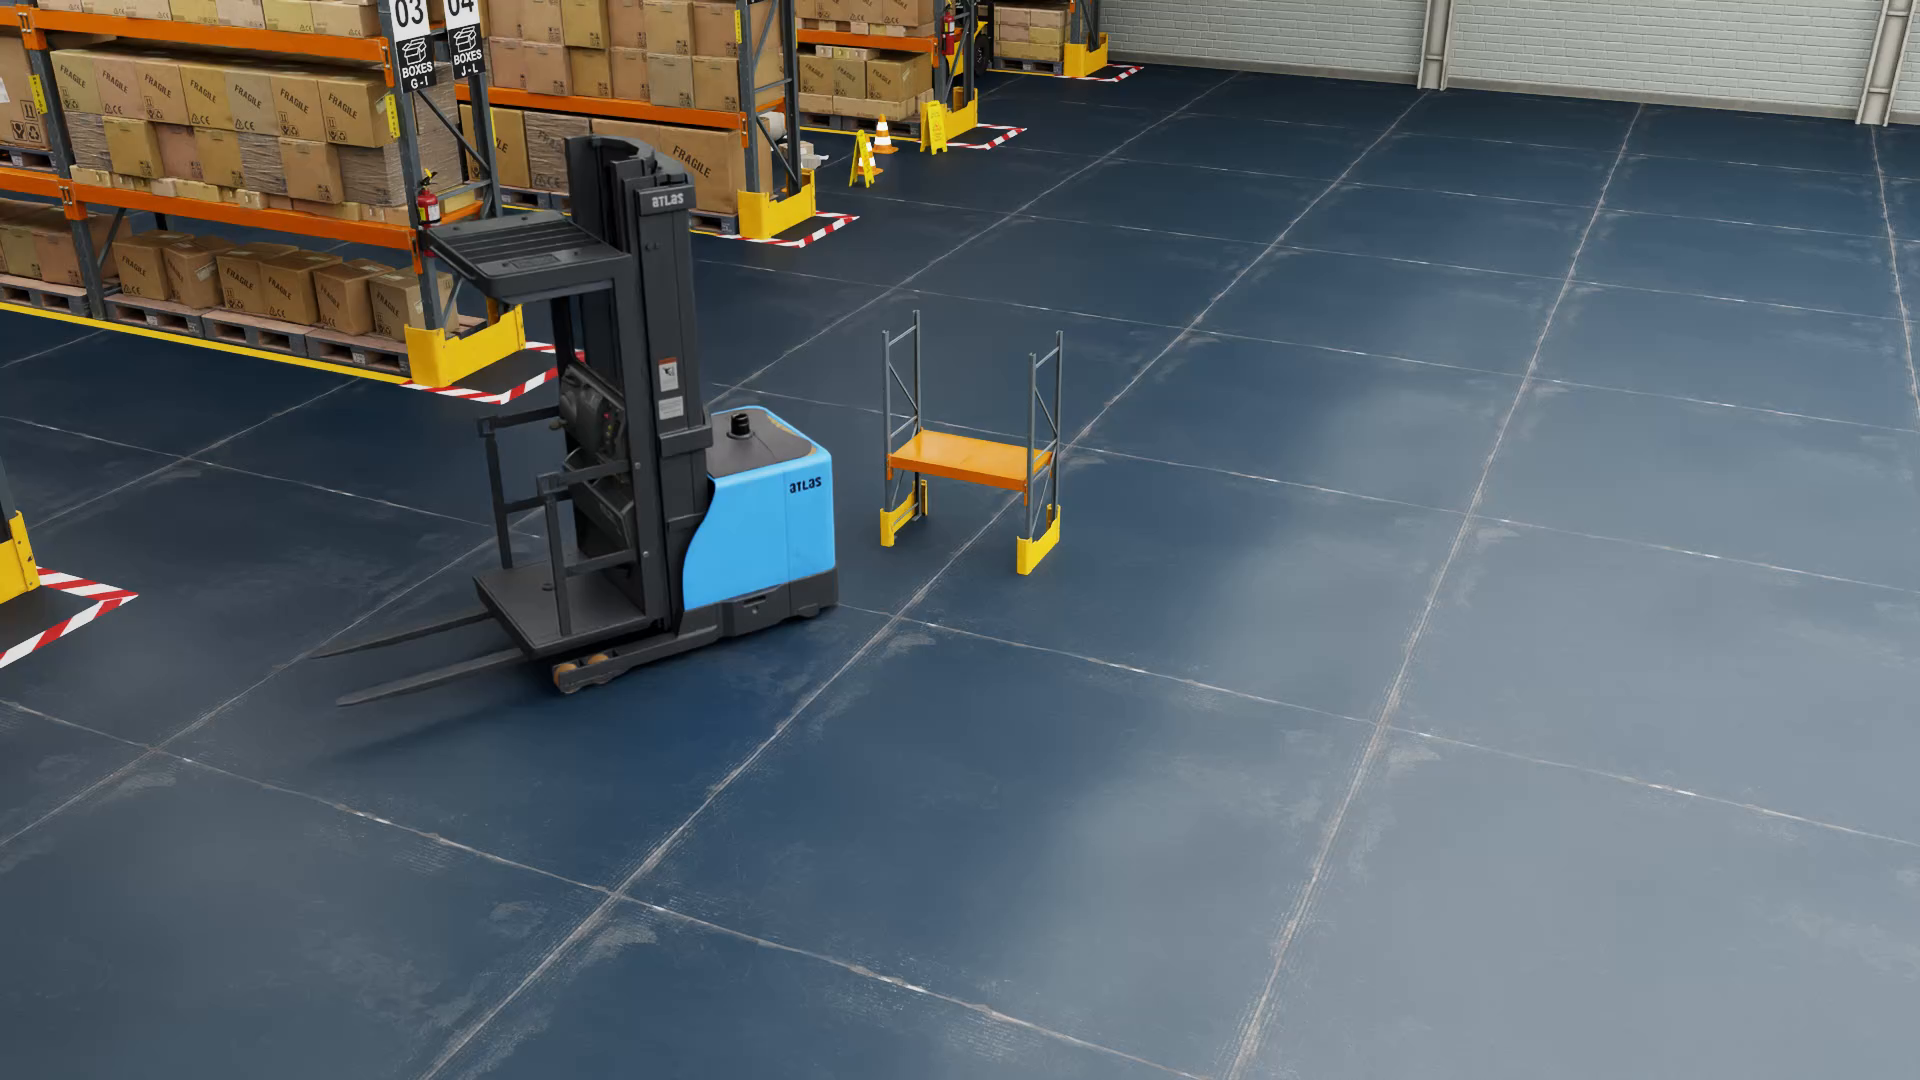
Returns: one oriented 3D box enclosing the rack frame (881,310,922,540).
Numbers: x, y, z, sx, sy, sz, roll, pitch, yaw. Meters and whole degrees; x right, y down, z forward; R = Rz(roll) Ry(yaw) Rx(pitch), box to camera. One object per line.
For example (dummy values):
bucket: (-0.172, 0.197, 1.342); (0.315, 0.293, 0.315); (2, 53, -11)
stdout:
rack frame: (-0.385, -0.750, 11.146); (0.032, 1.500, 0.500); (11, 28, 22)

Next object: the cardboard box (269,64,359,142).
cardboard box: (-5.234, -3.576, 13.606); (0.500, 0.500, 0.500); (11, 28, 22)

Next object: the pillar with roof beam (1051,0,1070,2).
pillar with roof beam: (-0.063, -10.291, 22.033); (0.400, 9.000, 9.100); (11, 28, 22)

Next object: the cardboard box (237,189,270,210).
cardboard box: (-5.928, -2.948, 14.195); (0.250, 0.149, 0.380); (11, 28, 22)

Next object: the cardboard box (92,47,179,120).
cardboard box: (-7.055, -3.942, 14.349); (0.500, 0.500, 0.500); (11, 28, 22)

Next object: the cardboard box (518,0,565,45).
cardboard box: (-4.365, -5.829, 18.371); (0.550, 0.550, 0.875); (11, 28, 22)

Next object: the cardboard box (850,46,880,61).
cardboard box: (-1.271, -6.508, 22.196); (0.250, 0.149, 0.380); (12, 29, 23)

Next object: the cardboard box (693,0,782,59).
cardboard box: (-2.351, -5.470, 17.642); (0.550, 0.550, 0.875); (11, 28, 22)

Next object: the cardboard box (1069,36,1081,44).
cardboard box: (1.613, -7.964, 26.736); (0.500, 0.250, 0.500); (11, 28, 22)

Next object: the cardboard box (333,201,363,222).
cardboard box: (-4.995, -2.787, 13.868); (0.250, 0.149, 0.380); (11, 28, 22)

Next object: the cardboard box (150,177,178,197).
cardboard box: (-6.841, -3.128, 14.561); (0.250, 0.149, 0.380); (11, 28, 22)

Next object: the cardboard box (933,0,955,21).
cardboard box: (-0.388, -7.220, 22.139); (0.500, 0.500, 0.500); (11, 28, 21)

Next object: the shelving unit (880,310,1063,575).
shelving unit: (0.069, -0.659, 10.960); (1.083, 1.500, 0.587); (11, 28, 22)

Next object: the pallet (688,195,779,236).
pallet: (-2.789, -3.699, 18.593); (1.213, 0.211, 1.003); (11, 28, 22)

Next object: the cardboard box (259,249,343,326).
cardboard box: (-5.856, -2.265, 14.878); (0.500, 0.500, 0.500); (14, 30, 27)

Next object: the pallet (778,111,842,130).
pallet: (-1.972, -5.993, 23.254); (1.213, 0.211, 1.003); (11, 28, 22)

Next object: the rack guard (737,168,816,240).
rack guard: (-2.007, -3.709, 18.288); (0.348, 0.500, 1.175); (11, 28, 22)

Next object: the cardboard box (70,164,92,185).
cardboard box: (-7.744, -3.318, 14.947); (0.250, 0.149, 0.380); (11, 28, 22)

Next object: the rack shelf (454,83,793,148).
rack shelf: (-3.849, -4.878, 18.646); (4.000, 0.370, 1.077); (11, 28, 22)

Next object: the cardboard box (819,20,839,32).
cardboard box: (-1.694, -6.919, 22.262); (0.250, 0.149, 0.380); (11, 28, 21)

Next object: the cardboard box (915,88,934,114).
cardboard box: (-0.692, -6.057, 22.865); (0.500, 0.250, 0.500); (11, 28, 21)

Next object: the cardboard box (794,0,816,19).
cardboard box: (-2.041, -7.297, 22.295); (0.500, 0.500, 0.500); (12, 29, 22)

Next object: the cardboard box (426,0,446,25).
cardboard box: (-4.505, -4.330, 13.492); (0.500, 0.250, 0.500); (12, 29, 23)

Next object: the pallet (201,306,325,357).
pallet: (-6.075, -2.008, 15.160); (1.213, 0.211, 1.003); (11, 28, 22)

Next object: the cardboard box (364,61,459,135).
cardboard box: (-4.562, -3.696, 13.849); (0.500, 0.500, 0.500); (11, 28, 22)

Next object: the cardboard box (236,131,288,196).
cardboard box: (-5.605, -3.301, 14.179); (0.500, 0.500, 0.875); (11, 28, 22)

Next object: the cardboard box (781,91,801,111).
cardboard box: (-2.313, -6.125, 23.001); (0.500, 0.250, 0.500); (11, 28, 21)

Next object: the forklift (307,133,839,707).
forklift: (-2.275, -0.702, 9.428); (3.031, 2.935, 1.130); (-16, 30, -29)

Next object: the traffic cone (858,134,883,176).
traffic cone: (-1.147, -4.757, 20.458); (0.334, 0.463, 0.336); (11, 28, 22)

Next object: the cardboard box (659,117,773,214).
cardboard box: (-2.673, -4.168, 18.319); (0.875, 0.875, 0.875); (12, 28, 22)

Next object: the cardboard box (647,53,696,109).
cardboard box: (-2.895, -5.044, 17.998); (0.550, 0.550, 0.875); (11, 28, 22)

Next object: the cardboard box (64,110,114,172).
cardboard box: (-7.431, -3.662, 14.911); (0.500, 0.500, 0.875); (11, 28, 22)

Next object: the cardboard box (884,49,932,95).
cardboard box: (-0.713, -6.398, 22.707); (0.500, 0.500, 0.500); (10, 28, 20)

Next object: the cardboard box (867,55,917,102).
cardboard box: (-0.909, -6.177, 22.258); (0.500, 0.500, 0.500); (12, 28, 22)

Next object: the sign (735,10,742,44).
sign: (-2.266, -5.245, 16.998); (0.005, 0.325, 0.100); (11, 28, 22)

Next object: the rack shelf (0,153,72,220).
rack shelf: (-9.636, -3.633, 16.118); (4.000, 0.370, 1.077); (11, 28, 22)

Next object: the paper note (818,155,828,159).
paper note: (-1.756, -4.884, 21.206); (0.142, 0.019, 0.148); (2, 26, 4)

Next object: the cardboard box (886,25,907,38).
cardboard box: (-0.777, -6.715, 21.848); (0.250, 0.149, 0.380); (11, 28, 21)

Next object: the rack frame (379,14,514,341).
rack frame: (-4.174, -2.859, 13.731); (0.127, 3.000, 1.000); (11, 28, 22)

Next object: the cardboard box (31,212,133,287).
cardboard box: (-8.365, -2.787, 15.917); (0.500, 0.500, 0.700); (9, 28, 18)

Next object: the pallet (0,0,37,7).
pallet: (-8.333, -5.008, 14.912); (1.003, 0.211, 1.213); (11, 28, 22)

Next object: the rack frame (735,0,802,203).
rack frame: (-2.029, -4.835, 17.744); (0.127, 3.000, 1.000); (11, 28, 22)

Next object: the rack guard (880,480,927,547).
rack guard: (-0.384, -0.189, 11.421); (0.087, 0.250, 0.587); (11, 28, 22)

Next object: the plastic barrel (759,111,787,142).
plastic barrel: (-2.579, -5.457, 21.924); (0.512, 0.421, 0.421); (-12, 29, -23)

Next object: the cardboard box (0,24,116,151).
cardboard box: (-8.480, -4.250, 15.401); (1.000, 1.000, 1.000); (12, 28, 22)

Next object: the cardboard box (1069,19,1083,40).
cardboard box: (1.638, -8.189, 26.628); (0.500, 0.250, 0.500); (12, 29, 23)

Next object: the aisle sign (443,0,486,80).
aisle sign: (-3.993, -4.135, 13.379); (0.004, 0.787, 0.394); (11, 28, 22)

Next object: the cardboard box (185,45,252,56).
cardboard box: (-6.381, -4.063, 14.595); (0.500, 0.500, 0.500); (11, 28, 22)

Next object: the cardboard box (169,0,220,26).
cardboard box: (-6.097, -4.401, 13.636); (0.500, 0.250, 0.500); (11, 28, 21)

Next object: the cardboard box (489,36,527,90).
cardboard box: (-4.819, -5.480, 18.884); (0.550, 0.550, 0.875); (11, 28, 22)
